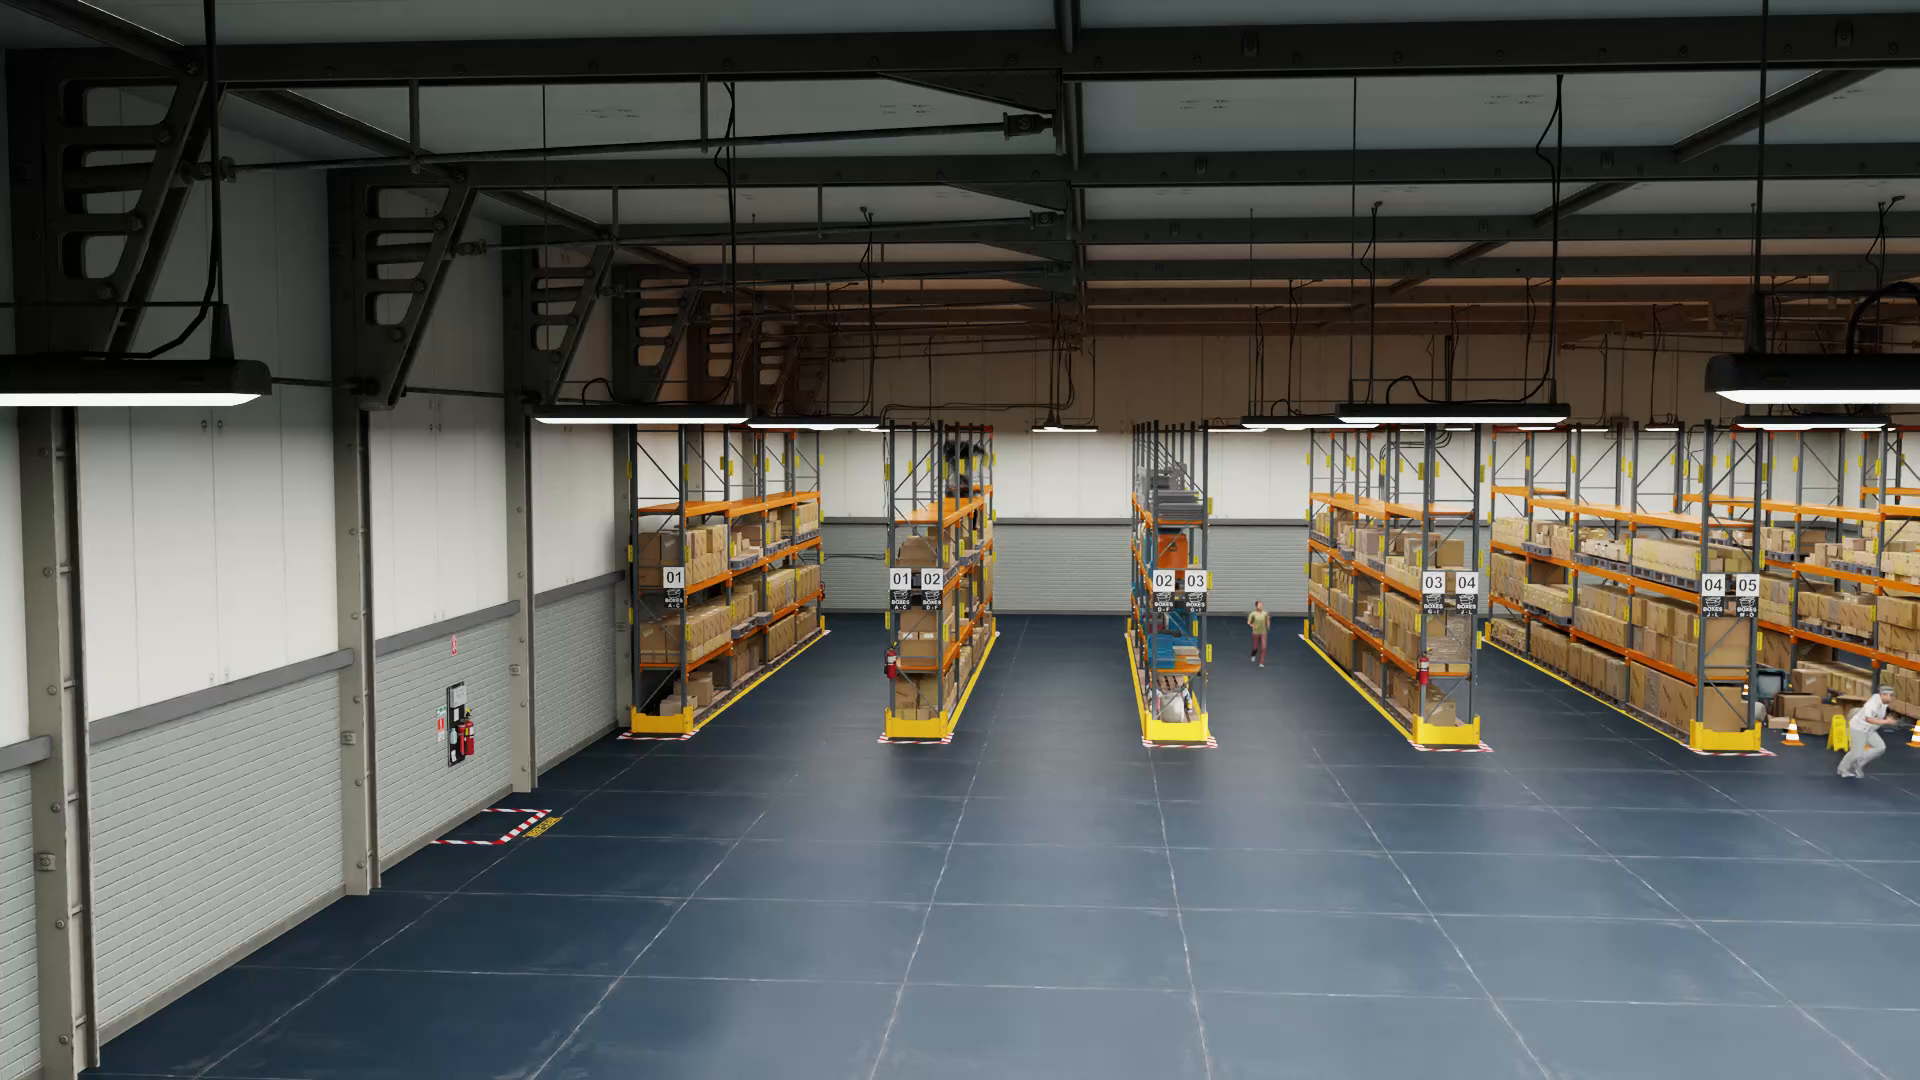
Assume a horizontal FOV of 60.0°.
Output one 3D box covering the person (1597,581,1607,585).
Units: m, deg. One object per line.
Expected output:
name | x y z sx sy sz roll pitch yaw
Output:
person | 17.300 2.011 44.753 0.599 1.821 0.831 -1 4 -10

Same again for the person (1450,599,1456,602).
person | 13.725 2.007 46.680 0.610 1.621 0.812 2 4 33

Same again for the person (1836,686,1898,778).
person | 15.082 3.178 27.571 0.701 1.590 0.961 -3 5 -39

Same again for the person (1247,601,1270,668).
person | 7.389 2.311 41.032 0.588 1.628 0.758 0 4 -3
